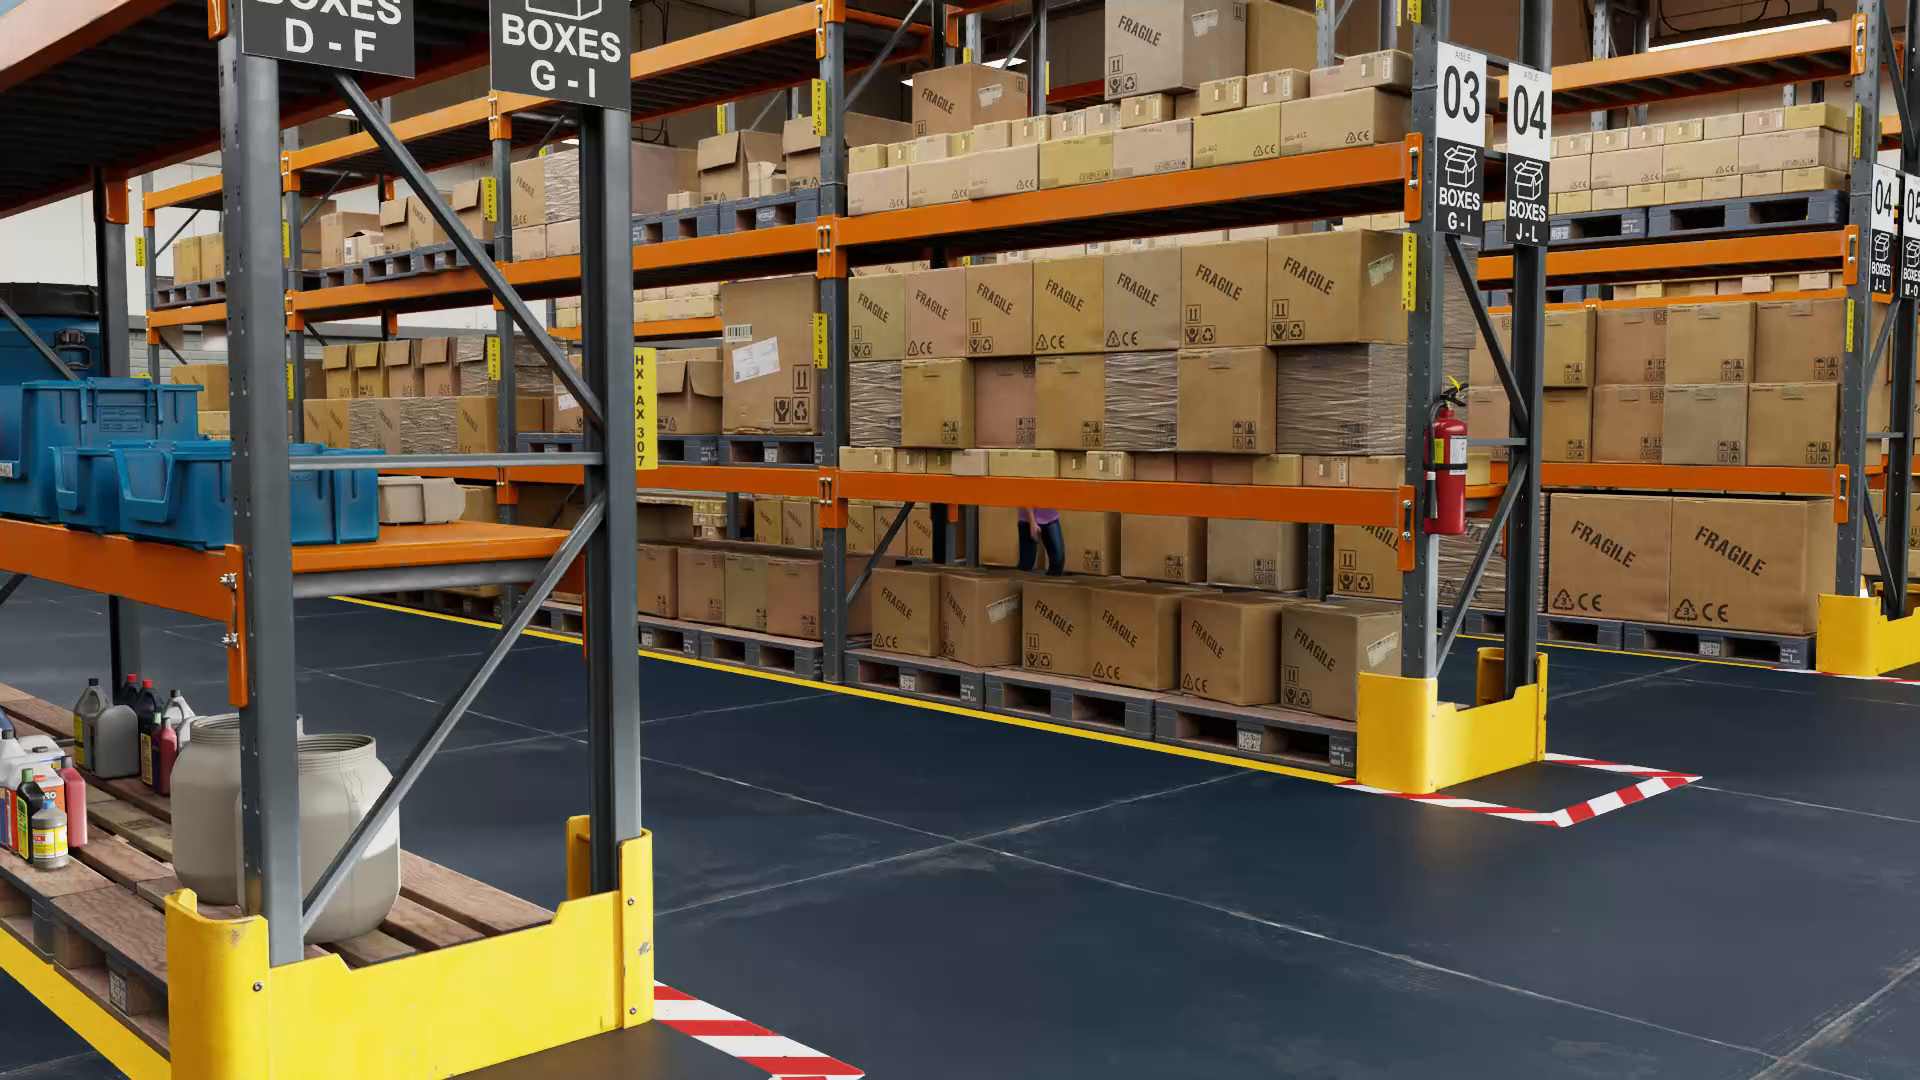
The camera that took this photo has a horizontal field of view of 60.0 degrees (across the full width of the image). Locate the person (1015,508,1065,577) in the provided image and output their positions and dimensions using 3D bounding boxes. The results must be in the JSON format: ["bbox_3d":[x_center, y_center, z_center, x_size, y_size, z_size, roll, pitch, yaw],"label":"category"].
[{"bbox_3d":[0.600,-0.069,13.127,0.442,1.516,0.585,-4,6,-45],"label":"person"}]
